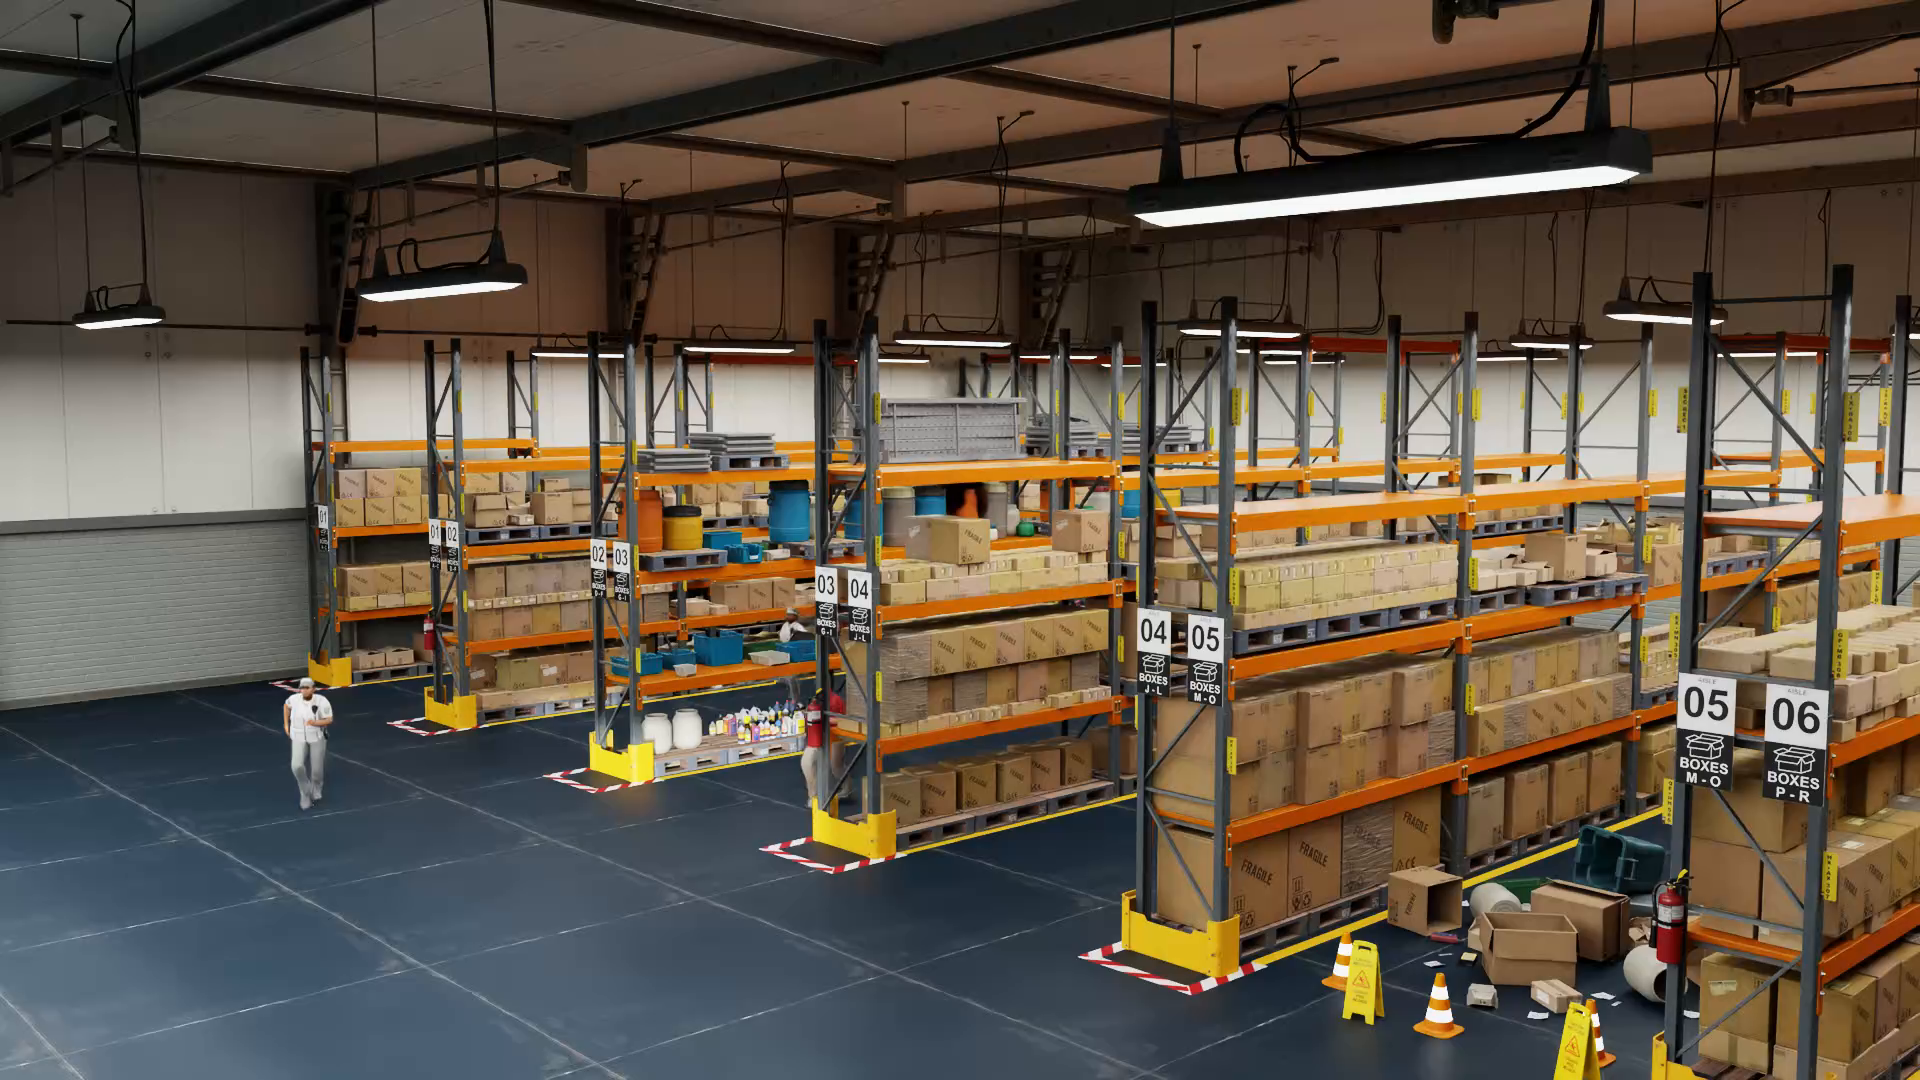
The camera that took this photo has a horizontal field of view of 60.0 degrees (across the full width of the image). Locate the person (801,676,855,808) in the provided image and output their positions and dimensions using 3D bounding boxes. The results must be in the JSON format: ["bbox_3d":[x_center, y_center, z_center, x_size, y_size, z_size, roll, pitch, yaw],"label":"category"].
[{"bbox_3d":[-1.609,2.531,20.809,0.652,1.793,0.845,5,7,42],"label":"person"}]

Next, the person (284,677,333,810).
[{"bbox_3d":[-8.132,2.518,20.763,0.630,1.662,0.796,-1,5,-10],"label":"person"}]

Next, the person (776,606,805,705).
[{"bbox_3d":[-2.827,1.920,27.561,0.570,1.661,0.553,3,6,33],"label":"person"}]
